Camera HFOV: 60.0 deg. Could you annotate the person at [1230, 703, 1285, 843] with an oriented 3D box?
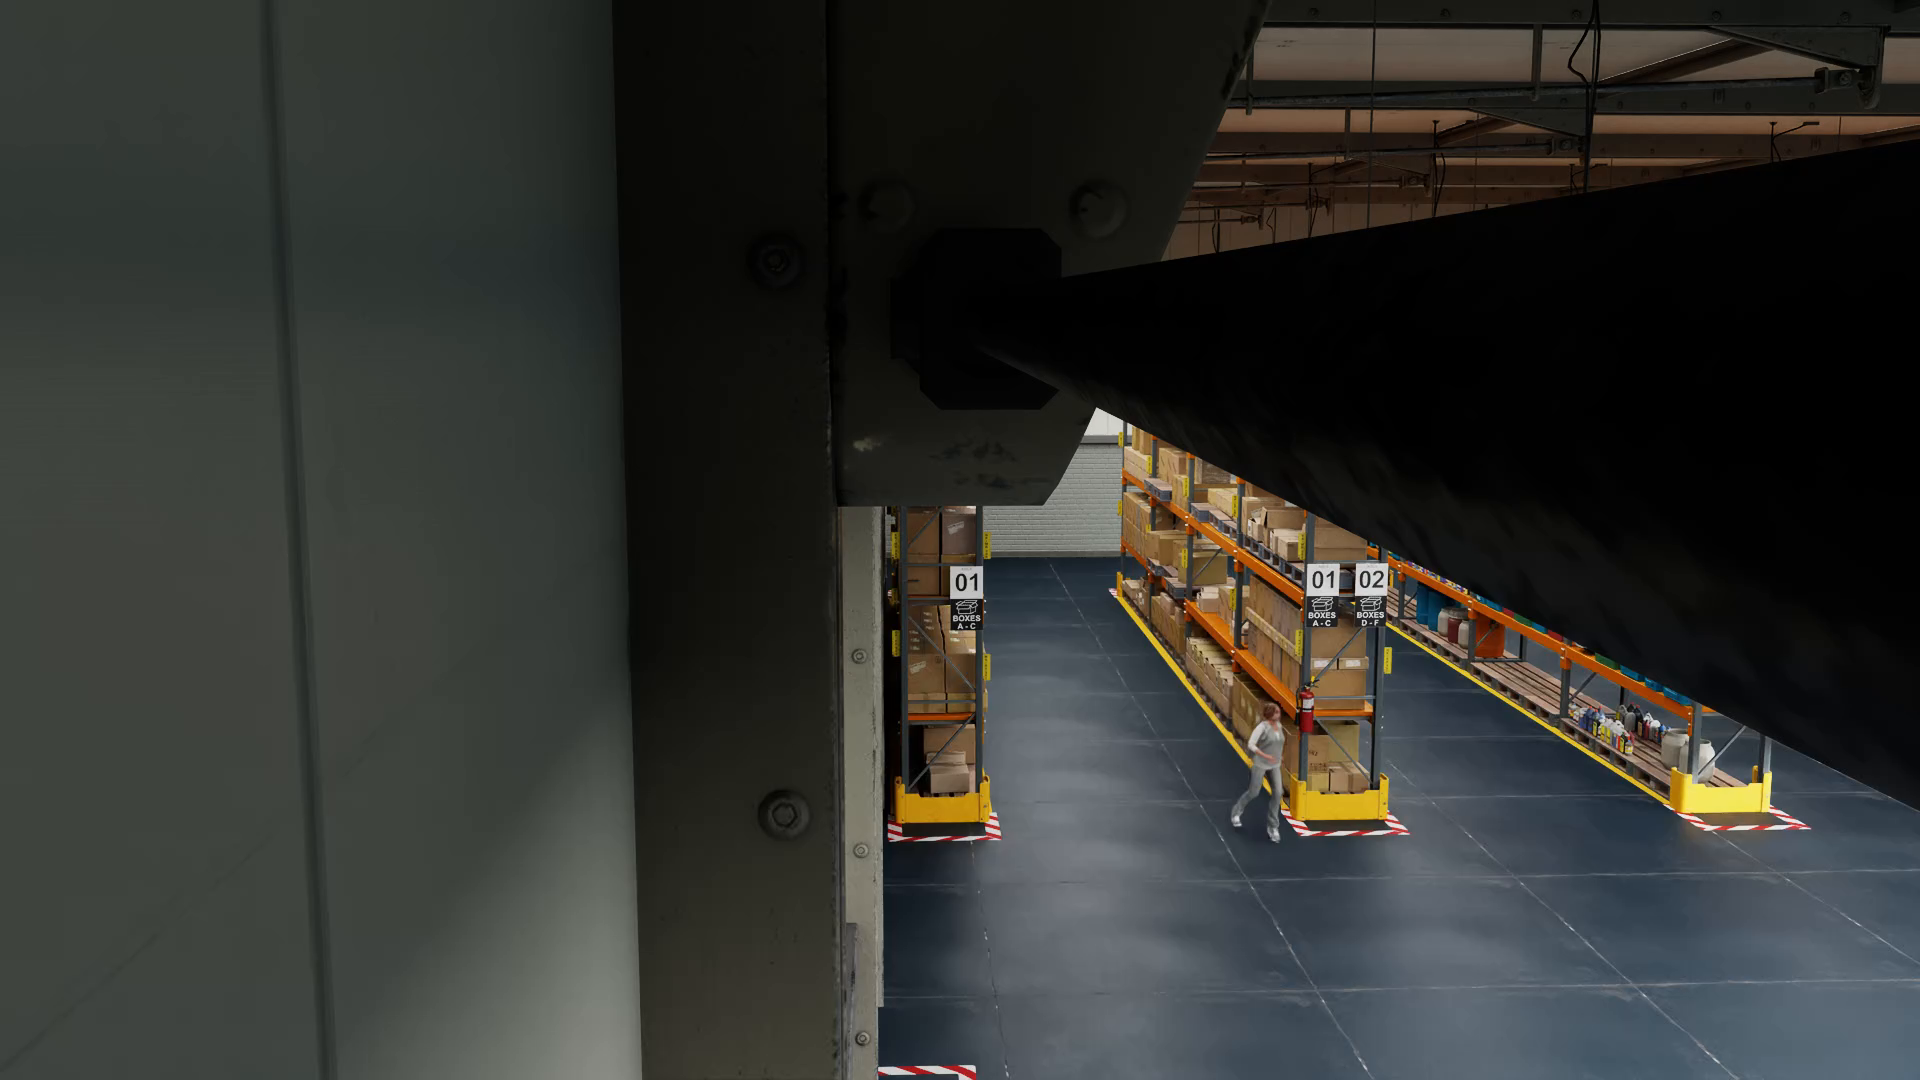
[{"bbox_3d":[3.697,2.751,20.012,0.612,1.608,0.777,-4,9,-29],"label":"person"}]
